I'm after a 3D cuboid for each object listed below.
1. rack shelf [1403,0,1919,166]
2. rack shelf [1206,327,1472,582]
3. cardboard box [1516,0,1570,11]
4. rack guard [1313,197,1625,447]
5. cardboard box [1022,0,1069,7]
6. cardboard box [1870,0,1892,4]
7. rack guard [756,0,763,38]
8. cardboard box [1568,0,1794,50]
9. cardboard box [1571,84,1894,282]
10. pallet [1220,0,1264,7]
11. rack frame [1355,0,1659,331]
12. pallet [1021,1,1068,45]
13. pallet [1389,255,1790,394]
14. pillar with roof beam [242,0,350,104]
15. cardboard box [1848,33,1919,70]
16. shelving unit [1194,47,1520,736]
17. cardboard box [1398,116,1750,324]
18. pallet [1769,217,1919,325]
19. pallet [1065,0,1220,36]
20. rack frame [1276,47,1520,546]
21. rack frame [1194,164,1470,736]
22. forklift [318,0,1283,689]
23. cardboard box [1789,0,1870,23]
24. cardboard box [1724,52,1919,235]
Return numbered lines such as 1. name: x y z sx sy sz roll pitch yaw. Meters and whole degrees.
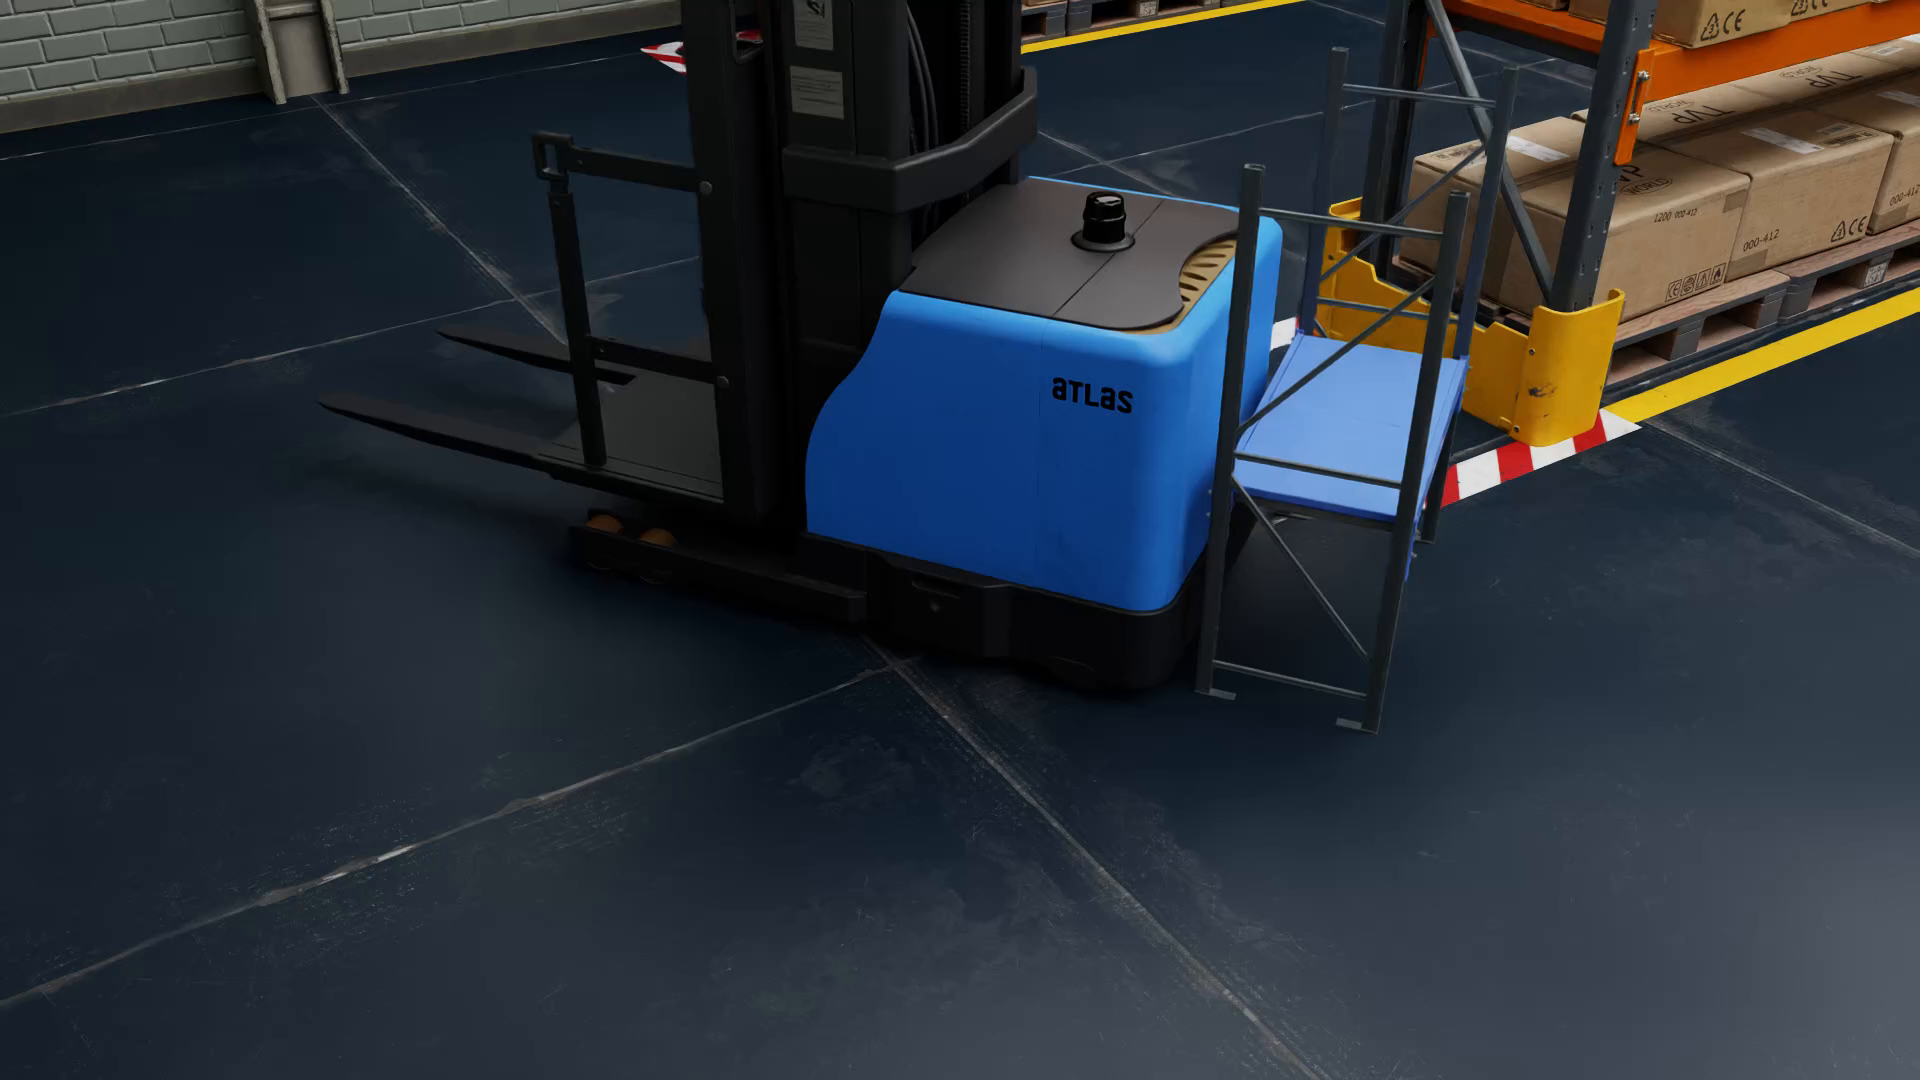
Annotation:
1. rack shelf: 3.519 -2.169 6.552 4.000 0.370 1.077 -19 37 -27
2. rack shelf: 1.071 -0.270 4.609 0.538 0.185 1.000 12 34 18
3. cardboard box: 2.100 -2.196 5.826 0.500 0.500 0.500 -19 37 -27
4. rack guard: 1.818 -0.831 6.099 0.348 0.500 1.175 -19 37 -27
5. cardboard box: 0.450 -3.605 10.102 0.500 0.500 0.700 -17 36 -25
6. cardboard box: 3.244 -2.245 5.904 0.500 0.500 0.500 -19 37 -28
7. rack guard: -0.791 -3.085 9.672 0.348 0.500 1.175 -19 37 -27
8. cardboard box: 2.397 -1.948 5.433 0.500 0.500 0.500 -19 37 -28
9. cardboard box: 3.103 -1.493 6.814 0.875 0.438 0.875 -18 36 -26
10. pallet: 1.930 -3.899 11.233 1.213 0.211 1.003 -19 37 -27
11. rack frame: 1.838 -1.895 5.443 0.127 3.000 1.000 -19 37 -27
12. pallet: -0.121 -3.194 10.115 1.213 0.211 1.003 -19 37 -27
13. pallet: 2.467 -0.982 6.609 1.213 0.211 1.003 -19 37 -27
14. pillar with roof beam: -1.277 -4.352 3.714 0.400 9.000 9.100 -19 37 -27
15. cardboard box: 4.614 -2.012 7.636 0.875 0.438 0.875 -20 37 -28
16. shelving unit: 1.071 -0.422 4.513 0.538 1.500 1.048 12 34 18
17. cardboard box: 2.338 -1.225 6.388 0.875 0.438 0.875 -20 38 -29
18. pallet: 3.492 -1.333 7.165 1.213 0.211 1.003 -19 37 -27
19. pallet: 0.903 -3.544 10.671 1.213 0.211 1.003 -19 37 -27
20. rack frame: 1.260 -0.674 4.912 0.500 1.500 0.032 12 34 18
21. rack frame: 0.882 -0.170 4.114 0.500 1.500 0.032 12 34 18
22. forklift: -0.636 -1.347 4.639 3.031 2.935 1.130 13 35 20
23. cardboard box: 2.807 -2.106 5.684 0.500 0.500 0.500 -20 37 -28
24. cardboard box: 3.862 -1.753 7.226 0.875 0.438 0.875 -20 37 -29
